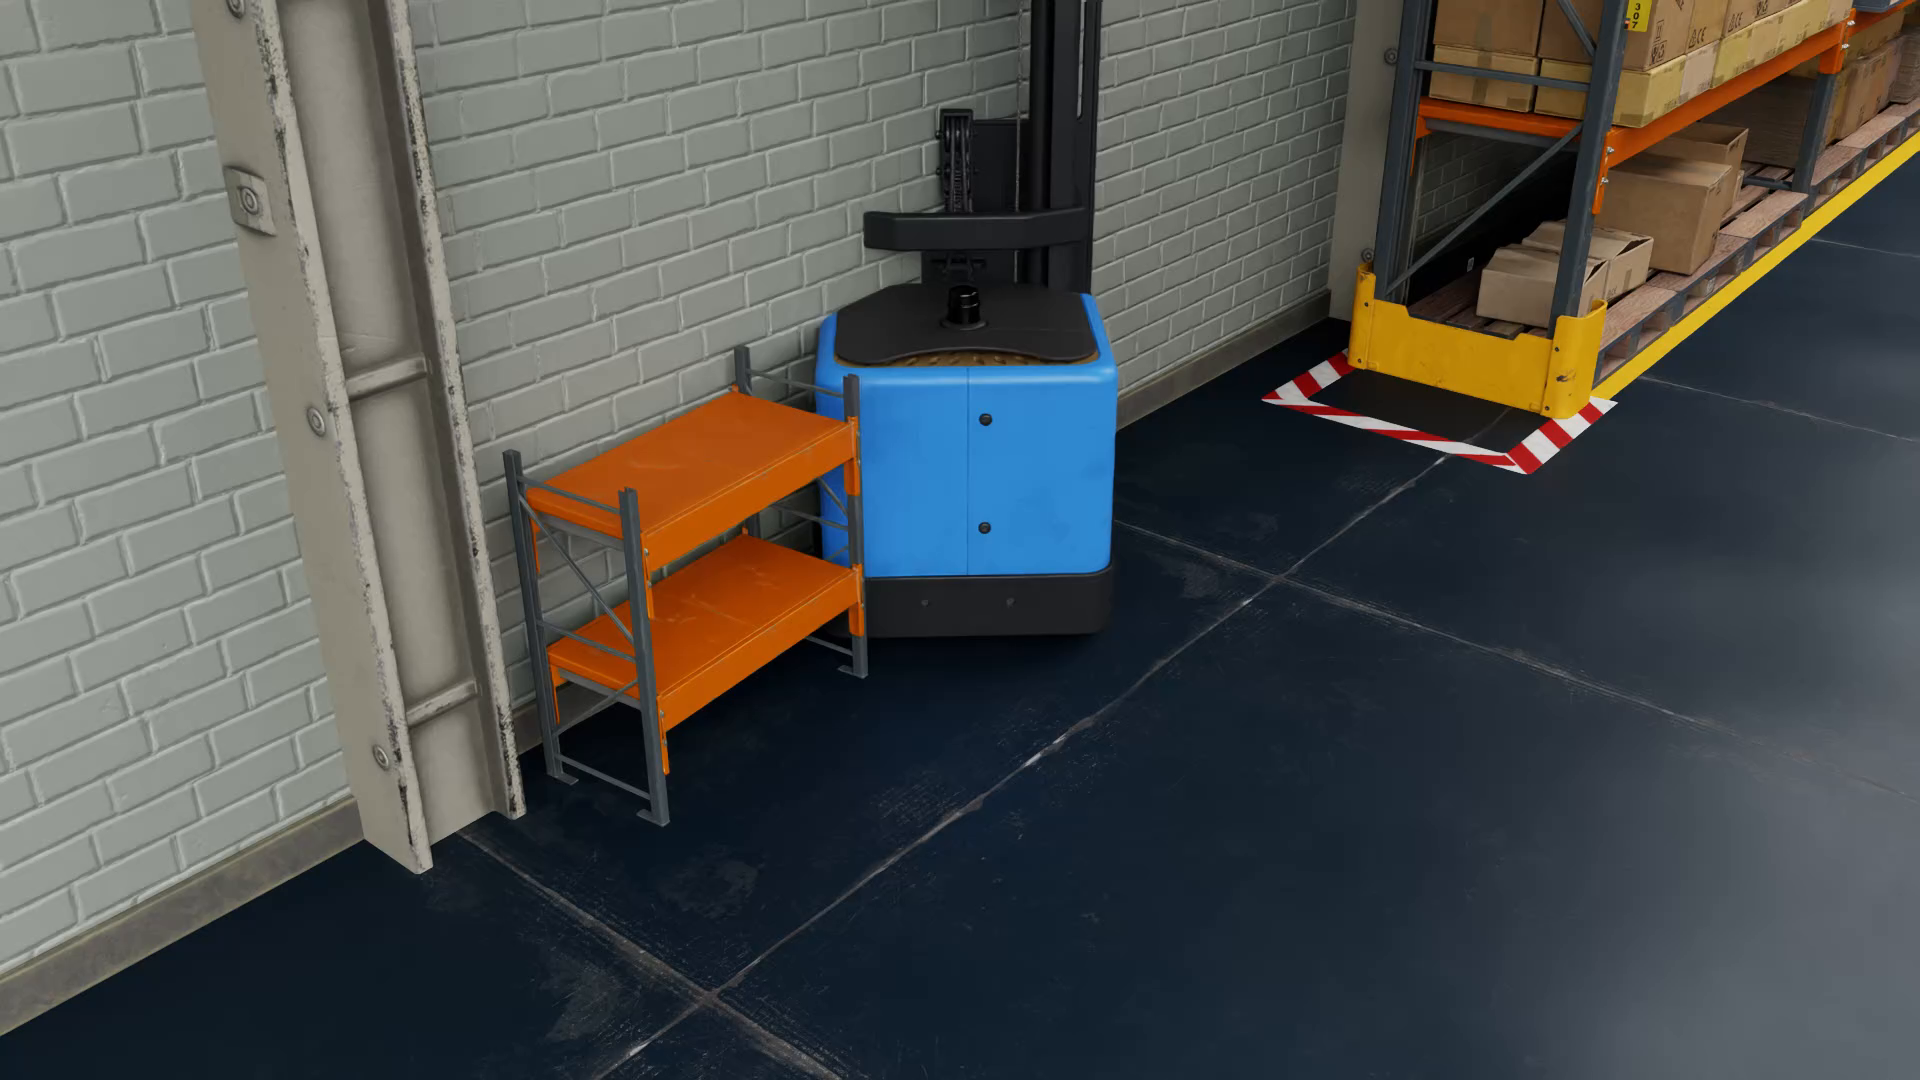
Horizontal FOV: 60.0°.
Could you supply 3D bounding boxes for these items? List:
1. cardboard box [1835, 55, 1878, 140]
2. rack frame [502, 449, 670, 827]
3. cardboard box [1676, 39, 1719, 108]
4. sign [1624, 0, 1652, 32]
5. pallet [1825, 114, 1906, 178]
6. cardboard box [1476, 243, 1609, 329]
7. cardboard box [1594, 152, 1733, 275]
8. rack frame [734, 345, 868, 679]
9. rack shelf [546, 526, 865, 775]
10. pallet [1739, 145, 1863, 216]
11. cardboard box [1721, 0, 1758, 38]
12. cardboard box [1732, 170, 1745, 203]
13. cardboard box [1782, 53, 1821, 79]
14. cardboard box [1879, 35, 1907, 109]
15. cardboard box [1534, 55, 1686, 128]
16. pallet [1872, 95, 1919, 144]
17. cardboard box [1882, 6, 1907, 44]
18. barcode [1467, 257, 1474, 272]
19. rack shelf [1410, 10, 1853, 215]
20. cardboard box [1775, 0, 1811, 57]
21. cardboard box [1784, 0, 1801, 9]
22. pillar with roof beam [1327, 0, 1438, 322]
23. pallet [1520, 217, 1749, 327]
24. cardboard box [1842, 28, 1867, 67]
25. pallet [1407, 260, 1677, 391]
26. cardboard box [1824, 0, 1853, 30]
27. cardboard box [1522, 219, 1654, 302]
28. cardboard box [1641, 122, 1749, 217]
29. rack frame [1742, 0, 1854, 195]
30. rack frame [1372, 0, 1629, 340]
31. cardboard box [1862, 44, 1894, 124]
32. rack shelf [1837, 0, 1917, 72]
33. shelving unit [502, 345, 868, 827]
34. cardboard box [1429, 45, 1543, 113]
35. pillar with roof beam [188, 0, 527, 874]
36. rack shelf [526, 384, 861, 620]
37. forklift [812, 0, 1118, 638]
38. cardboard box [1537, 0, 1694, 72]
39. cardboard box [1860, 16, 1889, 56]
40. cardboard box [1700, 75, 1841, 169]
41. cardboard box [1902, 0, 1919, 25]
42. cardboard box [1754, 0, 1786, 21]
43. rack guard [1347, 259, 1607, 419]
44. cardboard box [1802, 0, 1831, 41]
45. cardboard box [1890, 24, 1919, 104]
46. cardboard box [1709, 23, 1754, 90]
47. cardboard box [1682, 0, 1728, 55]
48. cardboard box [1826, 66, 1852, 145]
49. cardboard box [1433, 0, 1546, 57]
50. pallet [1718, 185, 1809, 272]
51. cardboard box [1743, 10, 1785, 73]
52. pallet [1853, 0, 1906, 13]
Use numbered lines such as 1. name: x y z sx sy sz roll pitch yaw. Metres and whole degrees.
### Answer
1. cardboard box: 6.107 -3.231 11.973 0.700 0.500 0.500 21 34 35
2. rack frame: -1.103 0.305 4.936 0.500 1.125 0.032 17 32 30
3. cardboard box: 3.337 -2.306 8.084 0.500 0.250 0.500 20 33 33
4. sign: 2.881 -2.321 7.030 0.100 0.325 0.005 21 34 34
5. pallet: 6.276 -2.986 12.292 1.003 0.211 1.213 21 34 34
6. cardboard box: 2.972 -1.315 8.475 0.500 0.311 0.500 17 32 29
7. cardboard box: 3.839 -1.847 9.297 0.700 0.500 0.500 18 33 31
8. rack frame: -0.538 -0.084 5.687 0.500 1.125 0.032 17 32 30
9. rack shelf: -0.821 0.328 5.424 0.538 0.278 1.000 17 32 30
10. pallet: 5.500 -2.551 11.452 1.003 0.211 1.213 21 34 34
11. cardboard box: 3.653 -2.805 8.234 0.500 0.500 0.500 19 33 33
12. cardboard box: 4.689 -2.252 10.443 0.380 0.166 0.250 16 31 28
13. cardboard box: 5.739 -3.354 11.395 0.500 0.250 0.500 20 33 33
14. cardboard box: 6.716 -3.597 12.681 0.700 0.500 0.500 21 34 34
15. cardboard box: 3.018 -2.117 7.720 0.500 0.250 0.500 20 33 33
16. pallet: 7.052 -3.416 13.124 1.003 0.211 1.213 21 34 34
17. cardboard box: 6.722 -3.895 12.441 0.500 0.250 0.500 21 34 35
18. barcode: 2.675 -1.443 8.712 0.001 0.075 0.075 21 34 34
19. rack shelf: 3.734 -2.485 9.071 1.077 0.370 4.000 21 34 34
20. cardboard box: 4.308 -2.842 9.120 0.500 0.250 0.500 21 34 34
21. cardboard box: 4.303 -3.177 8.951 0.500 0.500 0.500 20 33 33
22. pillar with roof beam: 5.562 -4.002 4.693 9.100 9.000 0.400 21 34 34
23. pallet: 3.831 -1.592 9.597 1.003 0.211 1.213 21 34 34
24. cardboard box: 6.067 -3.540 11.754 0.500 0.250 0.500 20 33 33
25. pallet: 3.054 -1.161 8.765 1.003 0.211 1.213 21 34 34
26. cardboard box: 4.939 -3.199 9.811 0.500 0.250 0.500 21 34 35
27. cardboard box: 3.334 -1.517 8.866 0.500 0.311 0.500 24 36 38
28. cardboard box: 4.377 -2.219 10.016 0.500 0.500 0.500 18 32 31
29. rack frame: 5.006 -3.513 10.277 1.000 3.000 0.127 21 34 34
30. rack frame: 2.462 -2.095 7.535 1.000 3.000 0.127 21 34 34
31. cardboard box: 6.421 -3.413 12.324 0.700 0.500 0.500 21 34 34
32. rack shelf: 6.279 -3.903 11.813 1.077 0.370 4.000 21 34 34
33. shelving unit: -0.821 0.111 5.312 0.538 1.125 1.048 17 32 30
34. cardboard box: 2.610 -2.260 7.995 0.500 0.250 0.500 21 34 35
35. pillar with roof beam: 1.745 -1.875 0.581 9.100 9.000 0.400 21 34 34
36. rack shelf: -0.821 -0.149 5.177 0.538 0.278 1.000 17 32 30
37. forklift: -0.031 -1.590 6.634 1.130 2.935 3.031 -1 27 -2
38. cardboard box: 2.998 -2.452 7.550 0.500 0.500 0.500 21 34 34
39. cardboard box: 6.399 -3.712 12.085 0.500 0.250 0.500 21 34 34
40. cardboard box: 5.462 -2.864 11.264 0.700 0.500 0.500 22 35 36
41. cardboard box: 8.120 -4.386 13.845 0.750 0.750 0.750 20 34 34
42. cardboard box: 3.972 -2.992 8.594 0.500 0.500 0.500 22 35 36
43. rack guard: 2.510 -1.012 8.162 1.175 0.500 0.348 21 34 34
44. cardboard box: 4.616 -3.025 9.474 0.500 0.250 0.500 21 34 35
45. cardboard box: 7.133 -3.746 12.968 0.700 0.500 0.500 21 34 35
46. cardboard box: 3.665 -2.485 8.430 0.500 0.250 0.500 20 34 34
47. cardboard box: 3.320 -2.624 7.883 0.500 0.500 0.500 21 34 35
48. cardboard box: 5.752 -3.062 11.646 0.700 0.500 0.500 20 33 33
49. cardboard box: 2.598 -2.600 7.836 0.500 0.500 0.500 20 34 34
50. pallet: 4.606 -2.026 10.437 1.003 0.211 1.213 21 34 34
51. cardboard box: 3.989 -2.663 8.775 0.500 0.250 0.500 21 34 35
52. pallet: 5.605 -3.656 10.762 1.003 0.211 1.213 21 34 34
